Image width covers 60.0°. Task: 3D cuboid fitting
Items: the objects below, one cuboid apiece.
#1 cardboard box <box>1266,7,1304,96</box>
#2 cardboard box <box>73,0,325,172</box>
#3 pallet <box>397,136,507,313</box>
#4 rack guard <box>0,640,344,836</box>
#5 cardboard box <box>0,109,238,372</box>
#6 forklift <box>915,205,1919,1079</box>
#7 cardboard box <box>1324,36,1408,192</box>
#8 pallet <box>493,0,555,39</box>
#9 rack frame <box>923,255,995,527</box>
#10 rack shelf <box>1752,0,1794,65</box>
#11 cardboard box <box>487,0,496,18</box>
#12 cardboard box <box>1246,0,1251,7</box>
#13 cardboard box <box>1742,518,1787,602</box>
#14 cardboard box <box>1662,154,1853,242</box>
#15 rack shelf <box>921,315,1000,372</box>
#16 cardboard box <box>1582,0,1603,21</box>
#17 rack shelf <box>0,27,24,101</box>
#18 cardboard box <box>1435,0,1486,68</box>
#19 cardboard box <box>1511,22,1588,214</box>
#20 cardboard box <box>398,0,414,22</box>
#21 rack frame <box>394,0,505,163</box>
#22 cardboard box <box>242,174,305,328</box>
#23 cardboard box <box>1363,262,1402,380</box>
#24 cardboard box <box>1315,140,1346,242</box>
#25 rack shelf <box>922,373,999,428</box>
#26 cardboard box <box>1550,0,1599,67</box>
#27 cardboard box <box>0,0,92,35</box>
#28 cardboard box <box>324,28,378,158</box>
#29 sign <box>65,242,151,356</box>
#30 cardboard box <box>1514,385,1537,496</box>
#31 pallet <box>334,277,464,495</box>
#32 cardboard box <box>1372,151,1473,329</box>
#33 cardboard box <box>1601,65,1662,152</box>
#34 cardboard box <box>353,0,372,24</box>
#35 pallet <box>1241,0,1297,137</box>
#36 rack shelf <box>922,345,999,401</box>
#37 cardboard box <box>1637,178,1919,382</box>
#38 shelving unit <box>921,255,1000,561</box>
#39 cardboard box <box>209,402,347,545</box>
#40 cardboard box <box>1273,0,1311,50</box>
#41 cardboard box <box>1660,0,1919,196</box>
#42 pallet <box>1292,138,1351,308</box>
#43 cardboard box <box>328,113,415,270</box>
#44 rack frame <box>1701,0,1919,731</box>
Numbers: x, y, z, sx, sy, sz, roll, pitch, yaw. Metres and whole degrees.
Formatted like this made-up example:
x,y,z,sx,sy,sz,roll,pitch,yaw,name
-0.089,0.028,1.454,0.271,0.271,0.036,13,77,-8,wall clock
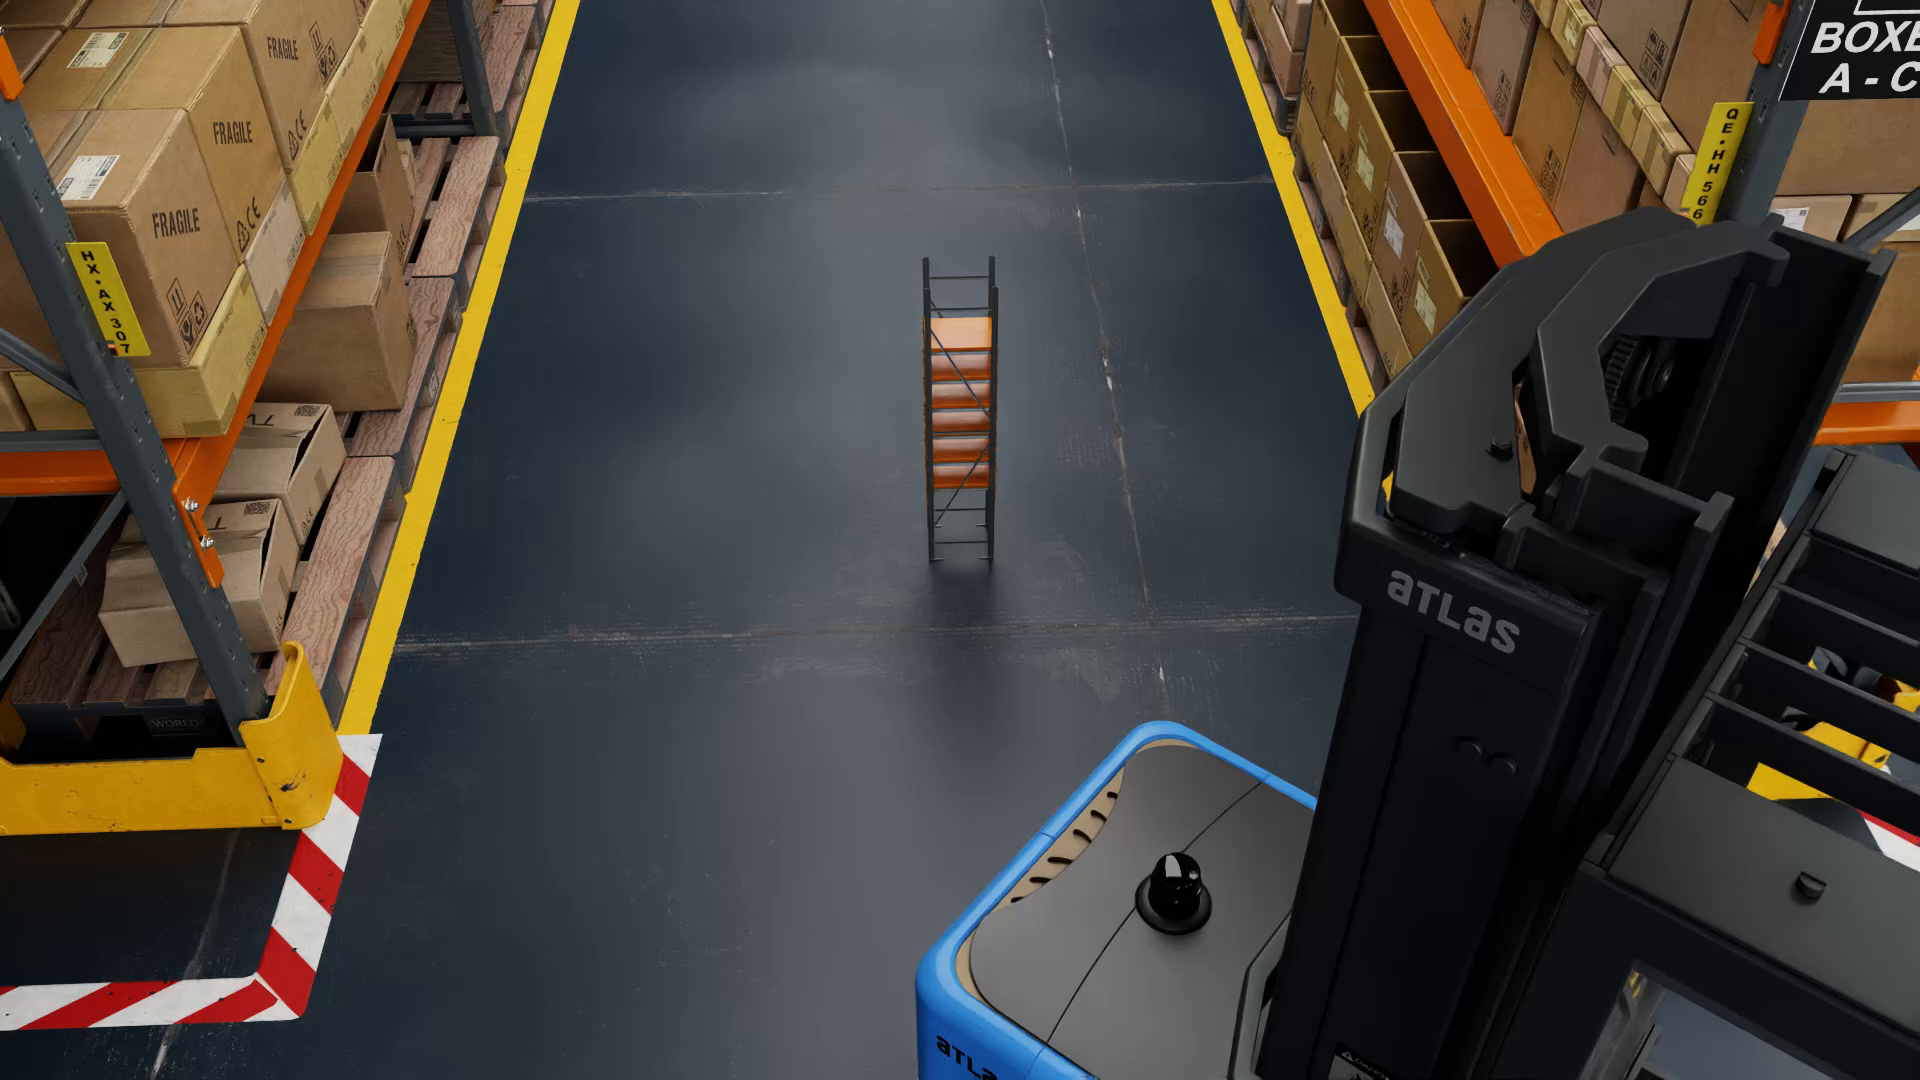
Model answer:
x,y,z,sx,sy,sz,roll,pitch,yaw,name
1.869,-2.501,8.483,0.500,0.250,0.500,-2,43,-2,cardboard box
-2.349,-1.486,5.192,0.500,0.500,0.500,-3,43,-3,cardboard box
-2.709,-1.463,7.690,1.003,0.211,1.213,-2,43,-2,pallet
-2.606,0.627,5.196,1.175,0.500,0.348,-2,43,-2,rack guard
-2.322,-0.803,4.447,0.500,0.500,0.500,-2,43,-2,cardboard box
1.359,1.010,2.979,3.031,2.935,1.130,28,49,27,forklift
1.913,-1.847,7.214,0.500,0.500,0.500,-2,43,-2,cardboard box
-2.862,-3.267,9.658,1.003,0.211,1.213,-2,43,-2,pallet
-0.003,-0.494,5.901,0.240,1.200,0.006,-2,43,-2,rack frame
2.262,-2.579,5.156,1.077,0.370,4.000,-2,43,-2,rack shelf
-2.892,-3.028,8.858,0.700,0.500,0.500,-2,43,-3,cardboard box
1.828,-3.188,9.232,0.500,0.250,0.500,-1,43,-1,cardboard box
2.546,0.102,5.643,0.500,0.250,0.500,-2,43,-2,cardboard box
2.140,-0.917,4.476,0.380,0.149,0.250,-2,43,-3,cardboard box
0.001,-0.665,5.621,0.258,0.103,0.180,-2,43,-2,rack shelf
2.287,-1.950,5.123,0.700,0.500,0.500,-1,43,-2,cardboard box
-2.687,-2.434,4.998,1.077,0.370,4.000,-2,43,-2,rack shelf
2.248,-2.131,6.281,0.700,0.500,0.500,-1,43,-1,cardboard box
2.297,-1.430,5.516,0.700,0.500,0.500,-1,43,-2,cardboard box
-2.437,-2.248,6.579,0.500,0.250,0.500,-1,43,-2,cardboard box
-2.772,-2.944,7.242,1.000,3.000,0.127,-2,43,-2,rack frame
-2.342,-0.884,5.091,0.500,0.250,0.500,-3,43,-3,cardboard box
1.953,-0.895,6.731,0.500,0.250,0.500,-2,43,-2,cardboard box
1.910,-1.570,7.467,0.500,0.250,0.500,-2,43,-2,cardboard box
0.001,-0.488,5.783,0.258,0.103,0.180,-2,43,-2,rack shelf
2.096,-1.613,5.236,0.380,0.149,0.250,0,43,0,cardboard box
-2.873,-1.473,5.178,0.500,0.500,0.500,-3,43,-3,cardboard box
-2.377,-1.570,5.839,0.500,0.250,0.500,-1,43,-1,cardboard box
-2.060,-0.578,4.020,0.100,0.325,0.005,-2,43,-2,sign
2.026,-0.159,5.373,0.500,0.500,0.500,-2,43,-2,cardboard box
-2.654,-0.638,6.790,1.003,0.211,1.213,-2,43,-2,pallet
1.949,-1.171,6.477,0.500,0.500,0.500,-2,43,-2,cardboard box
2.116,-1.266,4.857,0.380,0.149,0.250,-2,43,-2,cardboard box
-2.406,-2.185,5.955,0.500,0.500,0.500,-3,43,-3,cardboard box
2.106,-2.557,8.883,1.003,0.211,1.213,-2,43,-2,pallet
0.001,-0.577,5.702,0.258,0.103,0.180,-2,43,-2,rack shelf
2.340,-0.740,4.764,0.700,0.500,0.500,-2,43,-2,cardboard box
0.001,-0.433,5.834,0.258,1.200,0.189,-2,43,-2,shelving unit
-2.566,-0.269,5.988,0.500,0.311,0.500,2,43,2,cardboard box
1.873,-2.702,8.287,0.500,0.311,0.500,-2,43,-2,cardboard box
2.337,-1.254,4.365,0.700,0.500,0.500,-1,43,-2,cardboard box
2.169,-1.522,7.755,1.003,0.211,1.213,-2,43,-2,pallet
-2.688,-1.485,7.174,0.500,0.500,0.500,-5,43,-5,cardboard box
2.347,-0.388,4.453,1.000,3.000,0.127,-2,43,-2,rack frame
